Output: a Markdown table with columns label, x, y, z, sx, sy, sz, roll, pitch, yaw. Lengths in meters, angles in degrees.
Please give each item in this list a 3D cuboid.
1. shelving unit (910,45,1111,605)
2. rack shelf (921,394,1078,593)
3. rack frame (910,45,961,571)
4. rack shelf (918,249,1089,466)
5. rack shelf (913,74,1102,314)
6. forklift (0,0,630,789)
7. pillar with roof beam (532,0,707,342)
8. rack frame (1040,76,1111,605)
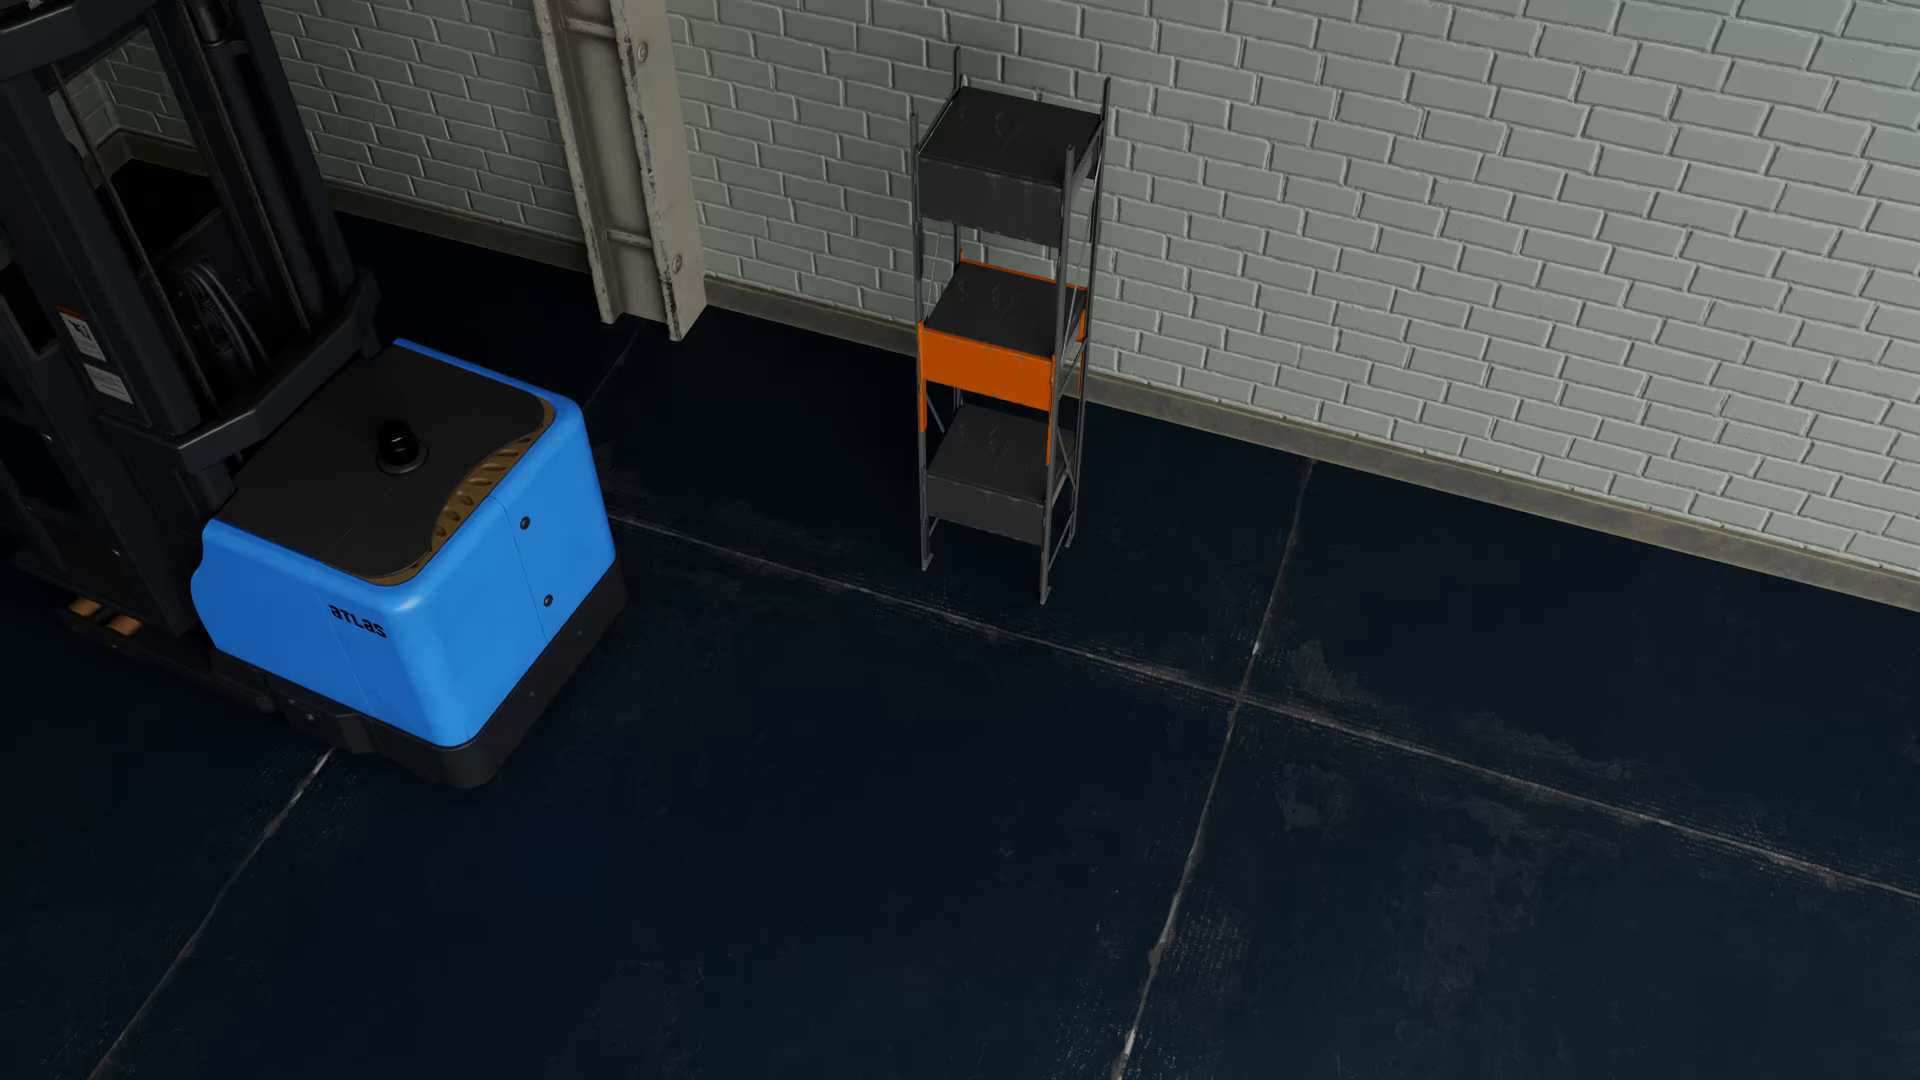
| label | x | y | z | sx | sy | sz | roll | pitch | yaw |
| --- | --- | --- | --- | --- | --- | --- | --- | --- | --- |
| shelving unit | 0.155 | -0.644 | 5.786 | 0.503 | 2.100 | 0.431 | 16 | 51 | 13 |
| rack shelf | 0.155 | -0.177 | 6.325 | 0.480 | 0.518 | 0.431 | 16 | 51 | 13 |
| rack frame | -0.074 | -0.708 | 5.841 | 0.015 | 2.100 | 0.400 | 16 | 51 | 13 |
| rack shelf | 0.155 | -0.635 | 5.796 | 0.480 | 0.518 | 0.431 | 16 | 51 | 13 |
| rack shelf | 0.155 | -1.094 | 5.267 | 0.480 | 0.518 | 0.431 | 16 | 51 | 13 |
| forklift | -2.817 | -0.869 | 5.430 | 3.031 | 2.935 | 1.130 | 20 | 52 | 16 |
| pillar with roof beam | -2.868 | -0.935 | 1.472 | 0.400 | 9.000 | 9.100 | 16 | 51 | 13 |
| rack frame | 0.384 | -0.580 | 5.730 | 0.015 | 2.100 | 0.400 | 16 | 51 | 13 |
